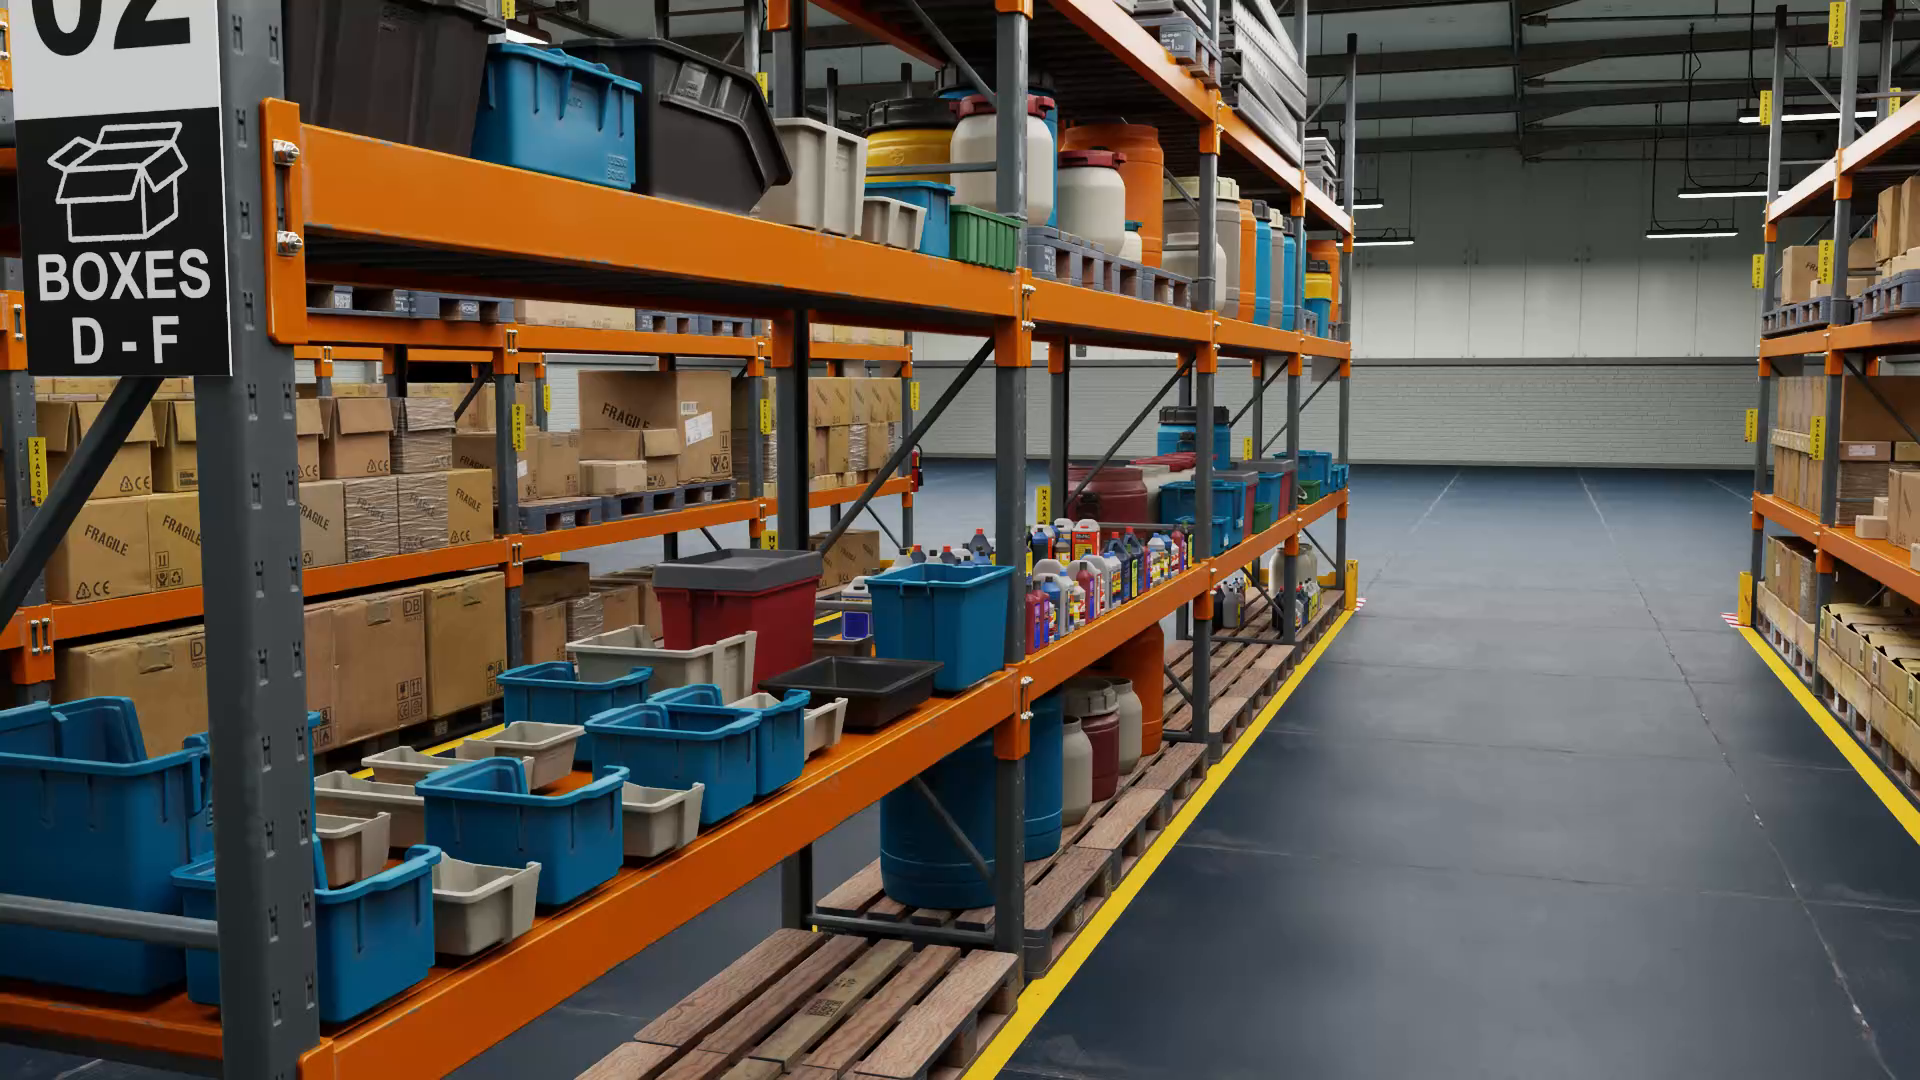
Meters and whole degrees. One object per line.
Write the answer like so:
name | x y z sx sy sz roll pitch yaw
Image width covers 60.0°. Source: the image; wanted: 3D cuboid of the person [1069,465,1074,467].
person | 1.063 0.050 16.476 0.305 1.590 0.407 2 6 20
